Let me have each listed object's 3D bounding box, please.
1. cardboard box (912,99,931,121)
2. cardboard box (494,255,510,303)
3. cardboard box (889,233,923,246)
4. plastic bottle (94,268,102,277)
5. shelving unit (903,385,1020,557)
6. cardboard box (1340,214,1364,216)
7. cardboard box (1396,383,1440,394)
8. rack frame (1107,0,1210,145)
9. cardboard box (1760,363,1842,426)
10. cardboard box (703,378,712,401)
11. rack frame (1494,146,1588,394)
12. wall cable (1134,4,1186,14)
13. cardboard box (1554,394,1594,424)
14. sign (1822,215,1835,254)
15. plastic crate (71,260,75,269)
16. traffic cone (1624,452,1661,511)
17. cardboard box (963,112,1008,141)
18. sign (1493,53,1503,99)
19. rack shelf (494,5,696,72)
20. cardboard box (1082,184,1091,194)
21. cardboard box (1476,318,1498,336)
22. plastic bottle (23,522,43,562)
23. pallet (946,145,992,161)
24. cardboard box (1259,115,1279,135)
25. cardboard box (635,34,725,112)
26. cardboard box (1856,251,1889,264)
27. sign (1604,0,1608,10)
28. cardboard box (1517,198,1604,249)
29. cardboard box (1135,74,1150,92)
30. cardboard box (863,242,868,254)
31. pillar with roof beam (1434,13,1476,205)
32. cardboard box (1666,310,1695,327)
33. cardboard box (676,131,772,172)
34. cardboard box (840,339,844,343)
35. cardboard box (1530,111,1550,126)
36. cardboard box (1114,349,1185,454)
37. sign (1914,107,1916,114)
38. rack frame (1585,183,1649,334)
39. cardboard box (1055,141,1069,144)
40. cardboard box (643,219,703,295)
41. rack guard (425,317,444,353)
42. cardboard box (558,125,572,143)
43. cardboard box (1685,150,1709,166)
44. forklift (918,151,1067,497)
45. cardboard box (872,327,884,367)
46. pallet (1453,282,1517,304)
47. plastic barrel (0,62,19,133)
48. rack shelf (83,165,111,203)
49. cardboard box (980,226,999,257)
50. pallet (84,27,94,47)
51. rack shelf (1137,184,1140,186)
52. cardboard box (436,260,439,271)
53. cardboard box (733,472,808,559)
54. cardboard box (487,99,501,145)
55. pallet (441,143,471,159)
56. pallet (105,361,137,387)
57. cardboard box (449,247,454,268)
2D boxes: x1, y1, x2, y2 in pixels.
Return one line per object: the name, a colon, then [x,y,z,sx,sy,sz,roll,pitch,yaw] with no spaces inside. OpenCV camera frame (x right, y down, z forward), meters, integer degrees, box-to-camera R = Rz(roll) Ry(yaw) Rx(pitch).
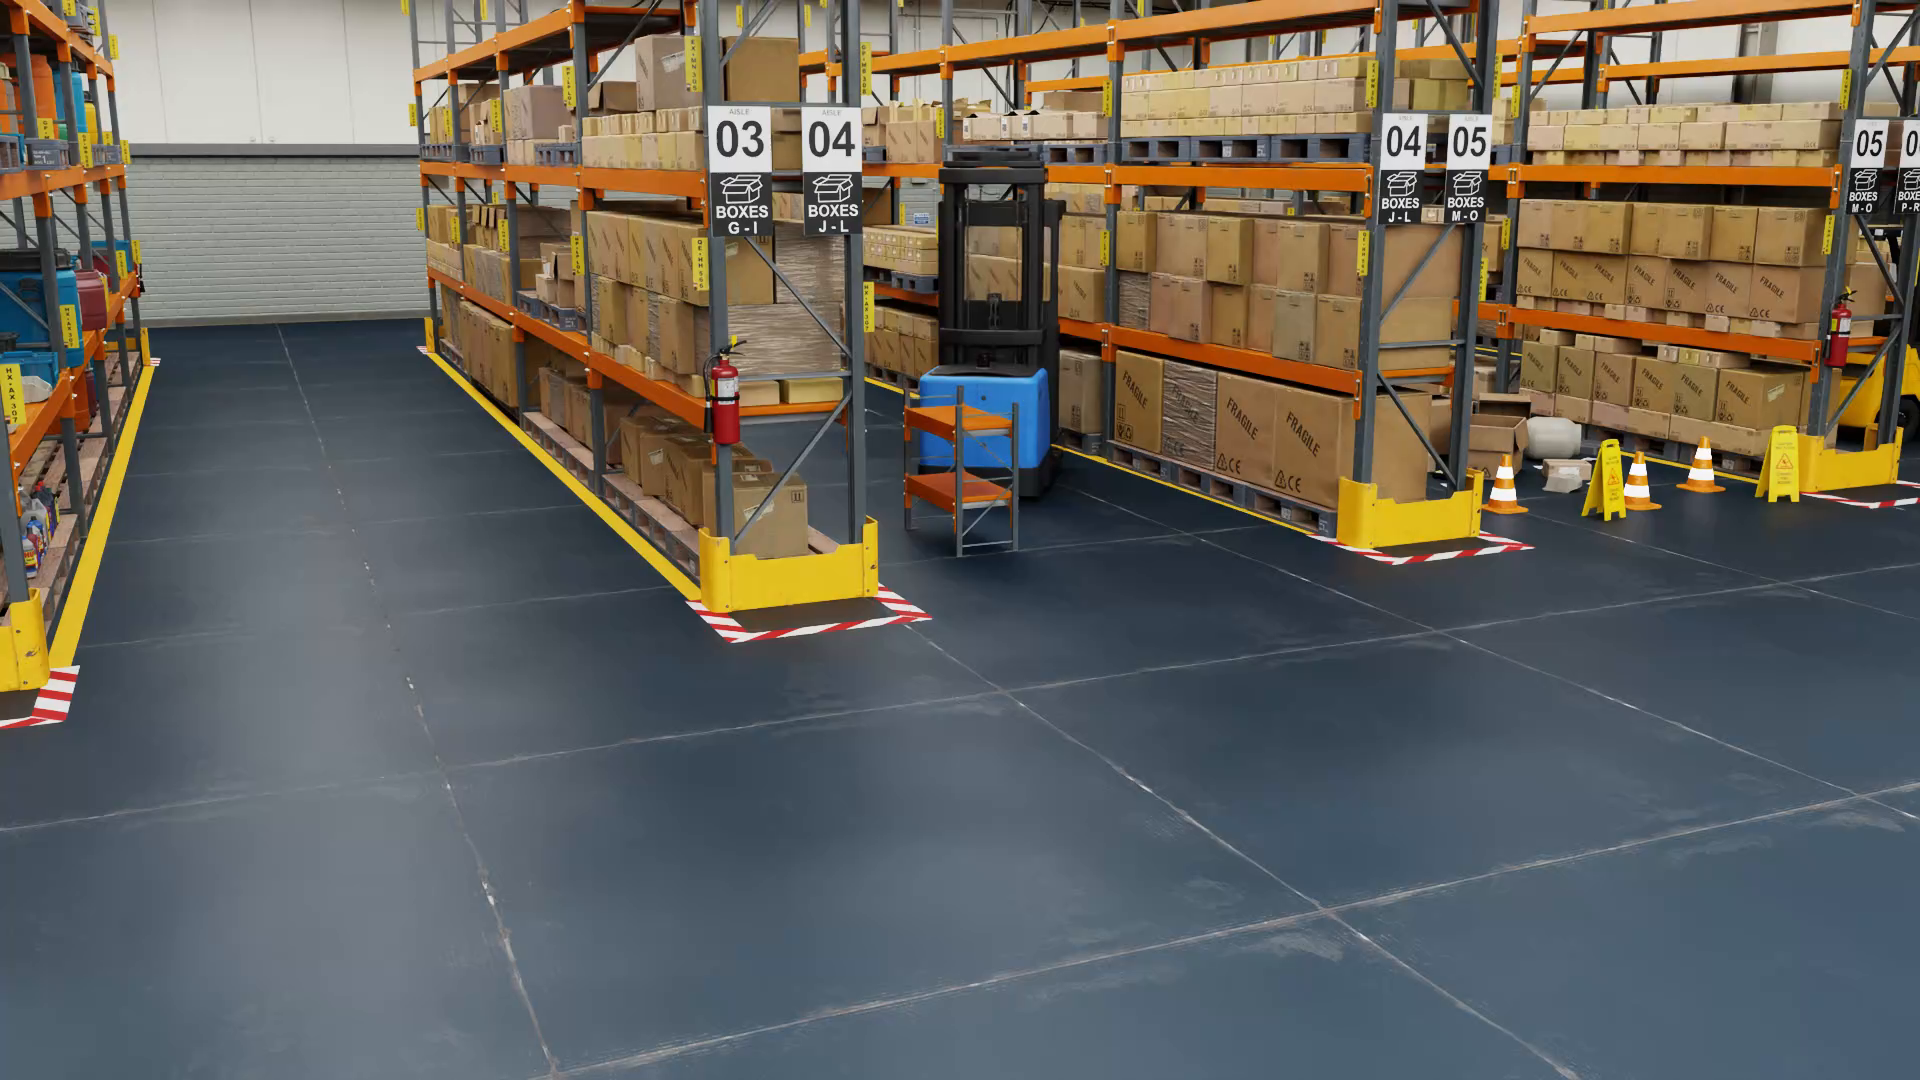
cardboard box: [-0.346,-5.182,20.036,0.396,0.266,0.258,-6,14,-23]
cardboard box: [-4.931,-2.939,18.694,0.500,0.500,0.500,-6,14,-23]
cardboard box: [-0.657,-3.727,20.628,0.380,0.149,0.250,-5,14,-21]
plastic bottle: [-9.784,-2.902,18.865,0.144,0.351,0.185,-6,14,-23]
shelving unit: [-0.003,-0.549,12.749,0.538,1.125,1.048,-6,14,-23]
cardboard box: [5.205,-3.932,21.393,0.500,0.500,0.500,-6,14,-25]
cardboard box: [4.752,-1.760,17.686,0.500,0.500,0.500,-6,14,-23]
rack frame: [1.875,-5.231,15.513,1.000,3.000,0.127,-6,14,-23]
cardboard box: [7.893,-1.376,15.668,0.500,0.500,0.500,-6,14,-25]
cardboard box: [-1.510,-1.024,11.199,0.380,0.149,0.250,-6,14,-23]
rack frame: [6.371,-2.776,18.211,1.000,3.000,0.127,-6,14,-23]
wall cable: [5.022,-12.618,35.098,2.988,3.039,0.133,-6,14,-23]
cardboard box: [6.584,-1.385,17.370,0.500,0.250,0.500,-5,14,-20]
sign: [7.456,-2.622,14.276,0.100,0.325,0.005,-6,14,-23]
plastic crate: [-11.730,-3.508,21.611,0.416,0.233,0.300,-6,14,-23]
traffic cone: [5.738,-0.515,14.070,0.336,0.463,0.334,-6,14,-23]
cardboard box: [0.362,-4.636,18.641,0.500,0.311,0.500,-6,14,-23]
sign: [3.989,-3.456,12.384,0.100,0.325,0.005,-6,14,-23]
rack shelf: [-3.511,-4.671,15.579,1.077,0.370,4.000,-6,14,-23]
cardboard box: [2.185,-5.635,26.686,0.380,0.149,0.250,-6,14,-23]
cardboard box: [8.320,-3.424,25.624,0.500,0.500,0.500,-6,14,-25]
plastic bottle: [-6.264,0.014,11.234,0.097,0.271,0.097,0,13,0]
pallet: [0.580,-4.375,18.889,1.213,0.211,1.003,-5,14,-20]
cardboard box: [2.626,-3.322,13.324,0.380,0.149,0.250,-6,14,-24]
cardboard box: [-1.960,-3.250,11.619,0.500,0.500,0.500,-6,14,-23]
cardboard box: [10.856,-3.158,19.643,0.500,0.500,0.500,-6,14,-25]
sign: [8.822,-7.417,22.711,0.100,0.325,0.005,-6,14,-23]
cardboard box: [6.348,-3.346,17.576,0.700,0.500,0.500,-6,14,-24]
cardboard box: [1.813,-4.130,15.046,0.380,0.149,0.250,-6,14,-23]
cardboard box: [-1.063,-3.794,21.578,0.380,0.149,0.250,-6,14,-24]
pillar with roof beam: [4.315,-7.637,25.910,9.100,9.000,0.400,-6,14,-23]
cardboard box: [7.051,-2.143,16.034,0.380,0.149,0.250,-6,14,-24]
cardboard box: [-1.533,-2.519,10.783,0.500,0.250,0.500,-5,14,-22]
cardboard box: [-1.798,-2.827,23.822,0.380,0.149,0.250,-5,14,-22]
cardboard box: [6.198,-4.409,17.403,0.380,0.149,0.250,-6,14,-24]
cardboard box: [2.063,-1.341,15.793,0.875,0.875,0.875,-5,14,-22]
sign: [11.425,-5.027,19.964,0.100,0.325,0.005,-6,14,-23]
rack frame: [9.315,-4.051,23.722,1.000,3.000,0.127,-6,14,-23]
cardboard box: [1.789,-6.602,27.494,0.380,0.149,0.250,-5,14,-21]
cardboard box: [-1.958,-2.033,11.902,0.500,0.500,0.500,-6,14,-23]
rack guard: [-7.526,-3.147,25.359,1.175,0.500,0.348,-6,14,-23]
cardboard box: [-3.552,-3.811,15.619,0.380,0.166,0.250,-6,14,-25]
cardboard box: [7.086,-3.604,15.694,0.380,0.149,0.250,-6,14,-25]
forklift: [0.386,-2.081,15.361,1.130,2.935,3.031,2,13,9]
cardboard box: [-0.840,-2.555,21.868,0.500,0.500,0.500,-5,14,-22]
pallet: [6.198,-2.853,18.972,1.003,0.211,1.213,-6,14,-23]
plastic barrel: [-8.720,-3.776,14.769,0.600,0.901,0.600,0,13,0]
rack shelf: [-9.651,-3.784,17.510,1.077,0.370,4.000,-6,14,-23]
cardboard box: [0.648,-3.472,18.780,0.700,0.500,0.500,-6,14,-24]
pallet: [-10.093,-5.554,18.216,1.003,0.211,1.213,-6,14,-23]
rack shelf: [2.365,-5.953,26.881,1.077,0.370,4.000,-6,14,-23]
cardboard box: [-7.263,-3.922,23.722,0.380,0.149,0.250,-6,14,-24]
cardboard box: [-1.342,-0.172,11.572,0.500,0.500,0.500,-3,13,-13]
cardboard box: [-5.049,-4.712,18.770,0.500,0.500,0.500,-5,14,-20]
pallet: [-6.232,-5.122,21.891,1.003,0.211,1.213,-6,14,-23]
pallet: [-11.275,-2.129,21.599,1.003,0.211,1.213,-6,14,-23]
cardboard box: [-6.541,-3.780,22.221,0.500,0.250,0.500,-5,14,-21]
